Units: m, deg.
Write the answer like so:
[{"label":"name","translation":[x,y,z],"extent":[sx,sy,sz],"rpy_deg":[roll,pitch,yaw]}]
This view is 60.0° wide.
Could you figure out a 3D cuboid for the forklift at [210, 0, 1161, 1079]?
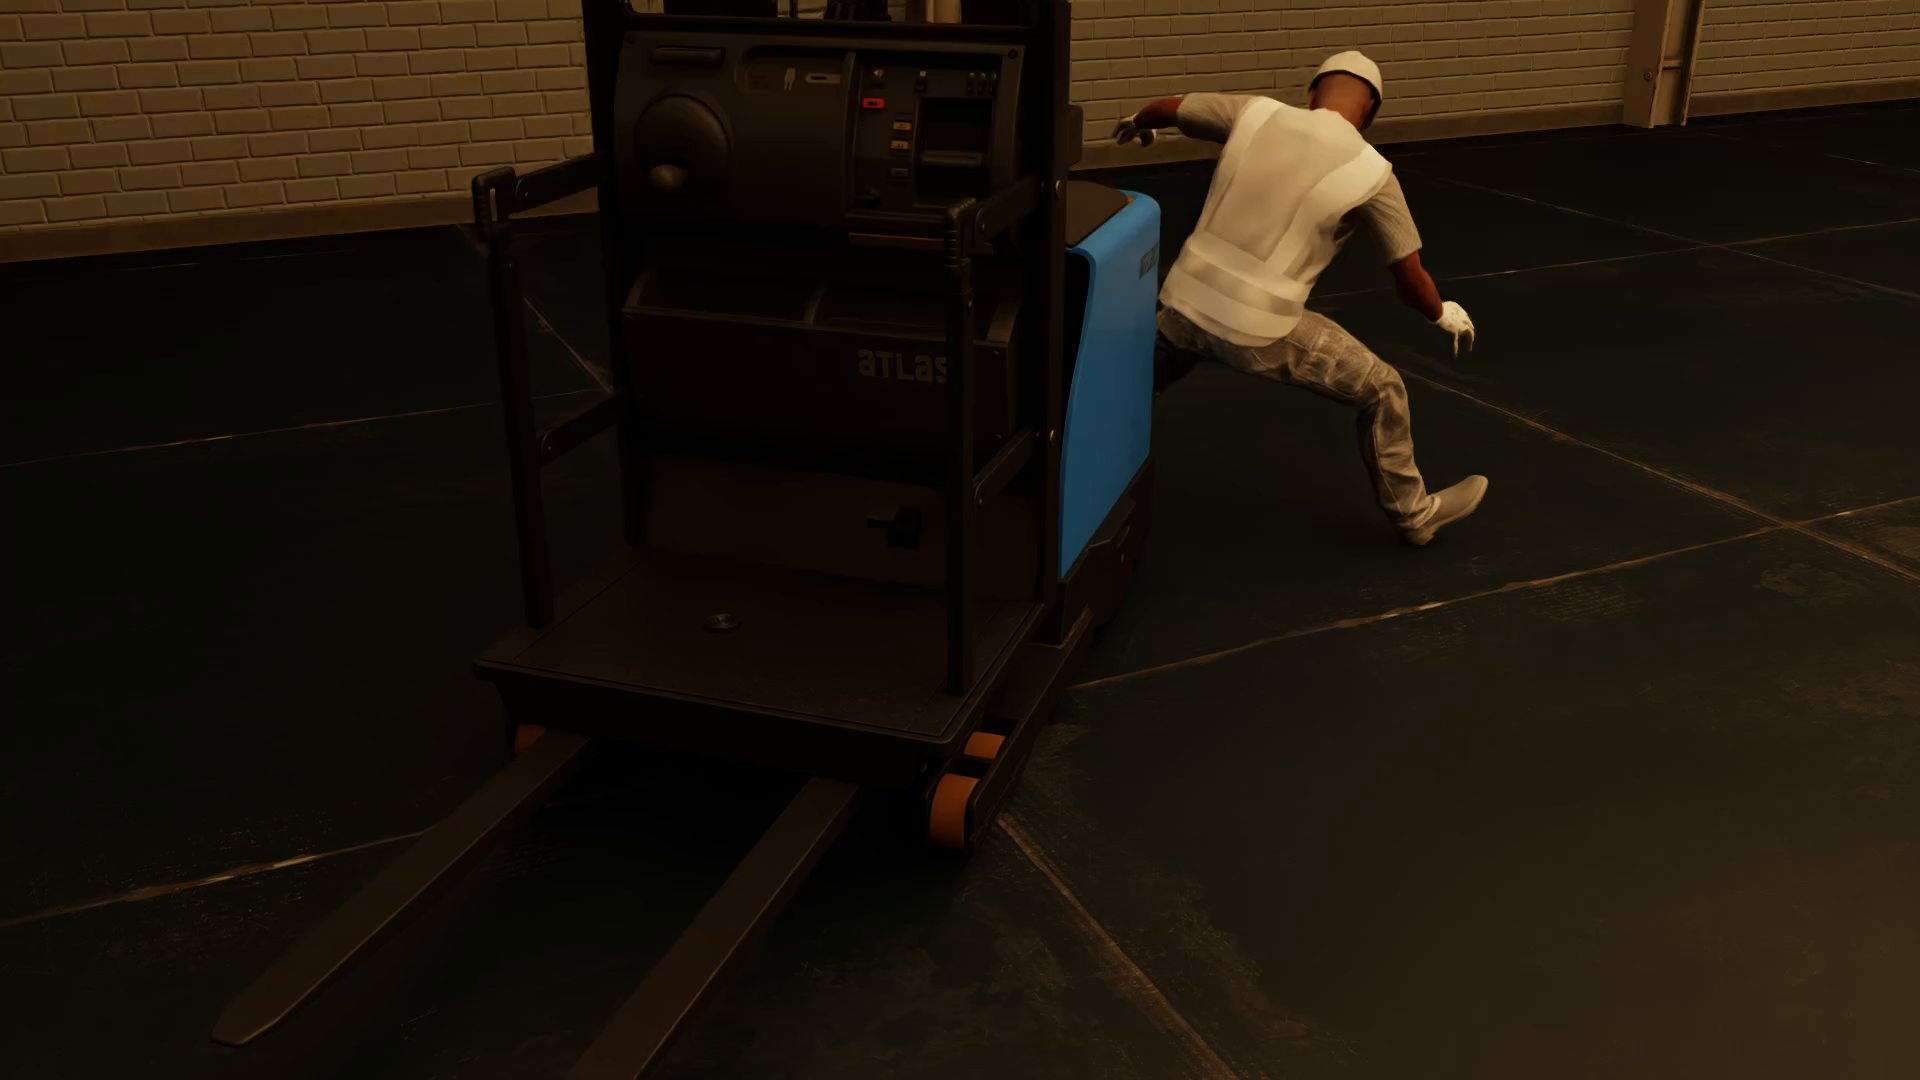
[{"label":"forklift","translation":[-0.383,-0.868,3.375],"extent":[1.130,2.935,3.031],"rpy_deg":[7,24,17]}]

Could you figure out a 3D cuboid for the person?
[{"label":"person","translation":[0.909,-0.739,5.054],"extent":[0.794,1.445,1.317],"rpy_deg":[-20,30,-39]}]
